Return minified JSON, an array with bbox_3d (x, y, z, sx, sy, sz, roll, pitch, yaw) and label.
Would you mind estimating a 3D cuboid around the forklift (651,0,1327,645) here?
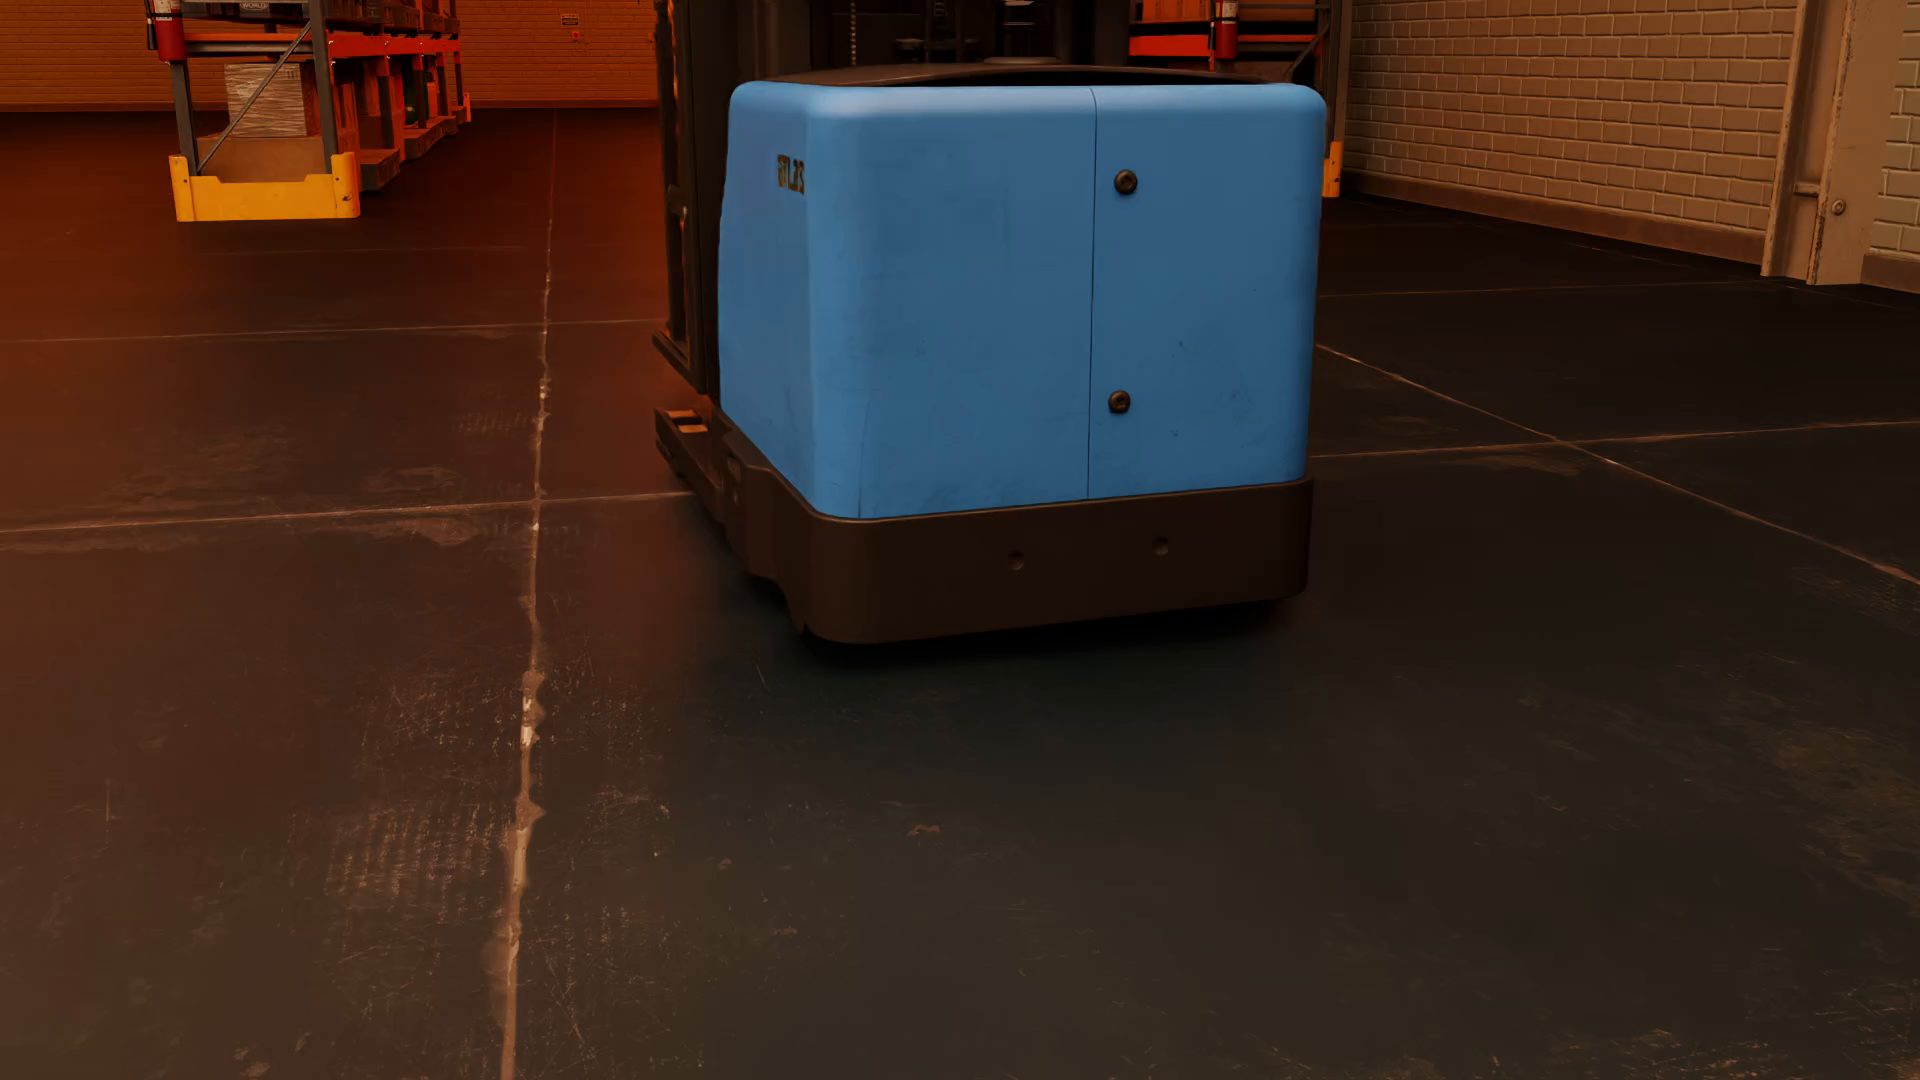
[{"bbox_3d":[-0.229,-1.588,4.214,1.130,2.935,3.031,-5,17,-18],"label":"forklift"}]
